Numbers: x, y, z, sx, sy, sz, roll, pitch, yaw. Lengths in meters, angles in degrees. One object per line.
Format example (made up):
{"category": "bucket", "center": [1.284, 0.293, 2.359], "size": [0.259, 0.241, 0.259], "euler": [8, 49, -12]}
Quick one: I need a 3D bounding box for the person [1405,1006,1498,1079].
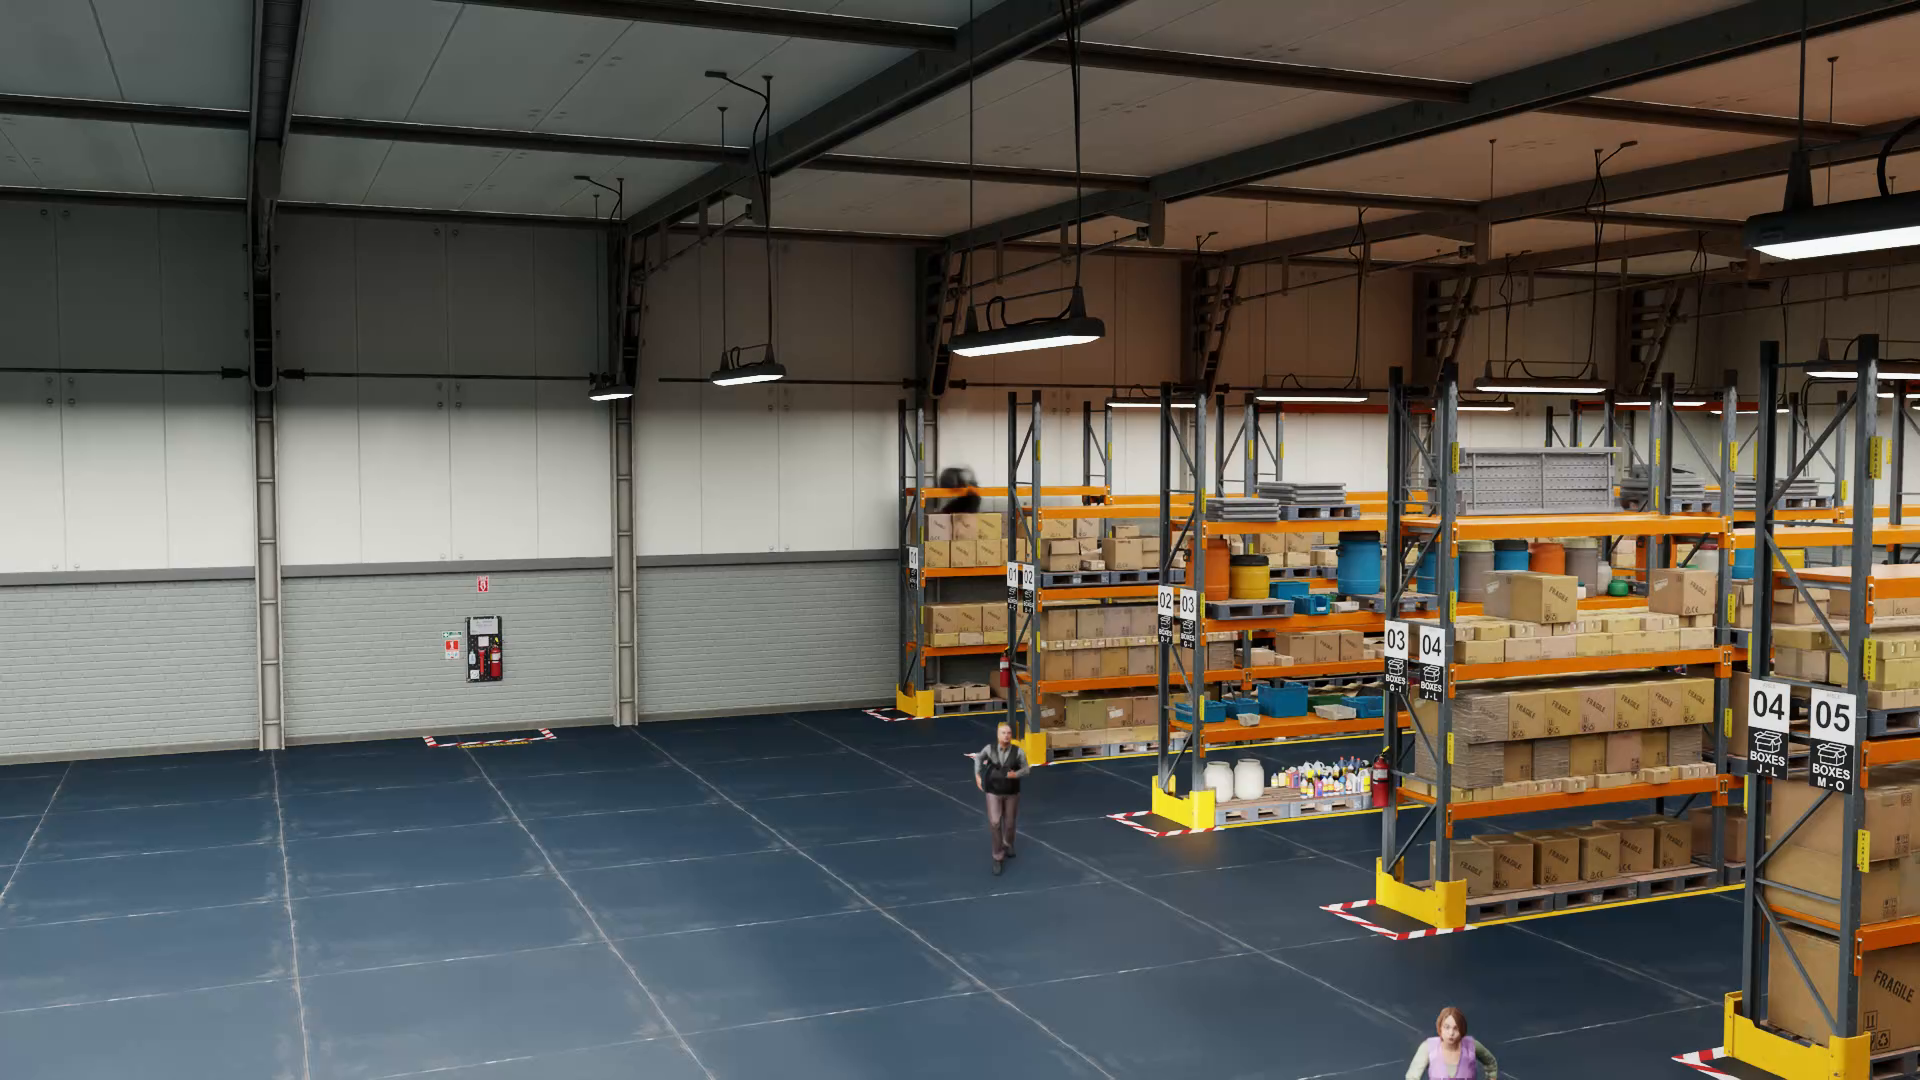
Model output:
{"category": "person", "center": [3.140, 3.742, 10.647], "size": [0.562, 1.613, 0.903], "euler": [1, 4, 18]}

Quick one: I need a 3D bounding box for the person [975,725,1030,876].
{"category": "person", "center": [0.520, 3.123, 20.244], "size": [0.664, 1.738, 0.883], "euler": [0, 3, -2]}
